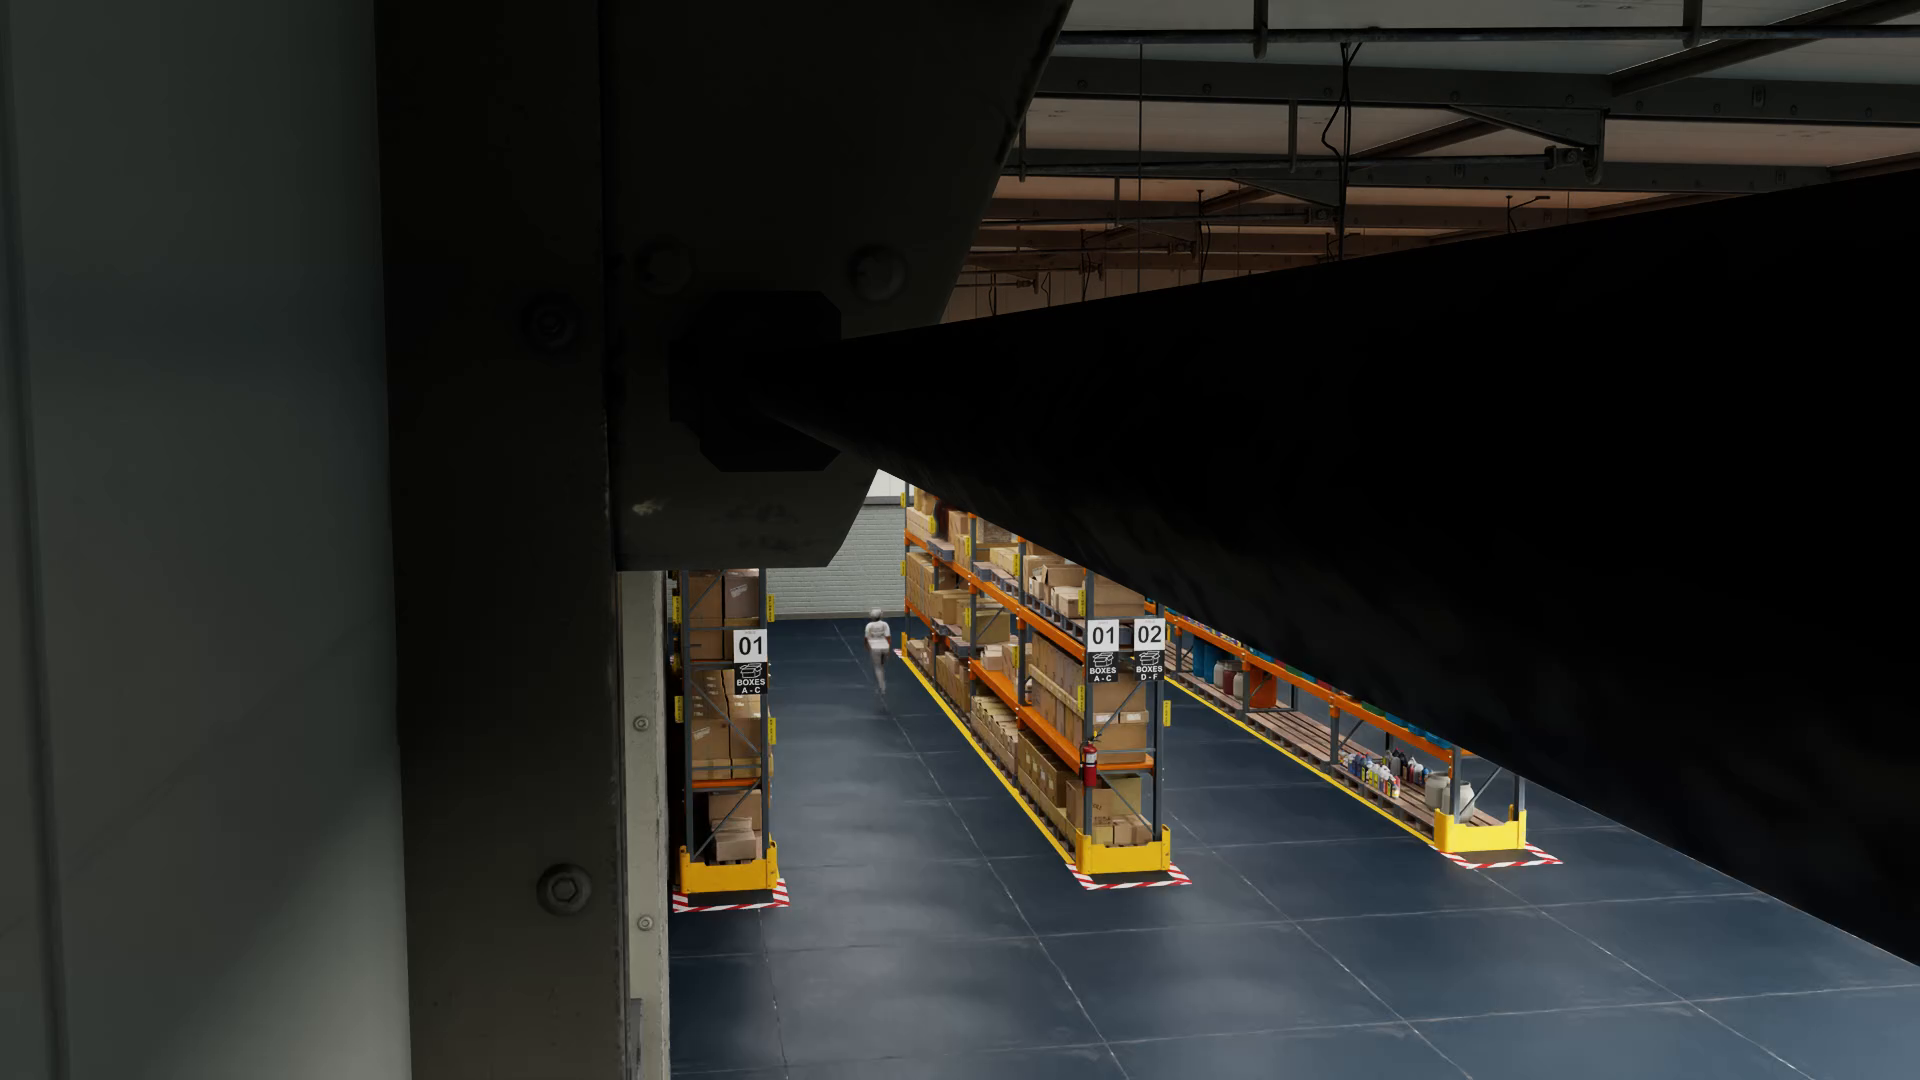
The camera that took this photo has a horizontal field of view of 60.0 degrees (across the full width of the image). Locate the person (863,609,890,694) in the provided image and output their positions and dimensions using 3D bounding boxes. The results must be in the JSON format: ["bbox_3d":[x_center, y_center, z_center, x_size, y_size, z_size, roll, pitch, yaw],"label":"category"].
[{"bbox_3d":[-1.584,2.126,31.458,0.543,1.702,0.592,-6,8,-44],"label":"person"}]
